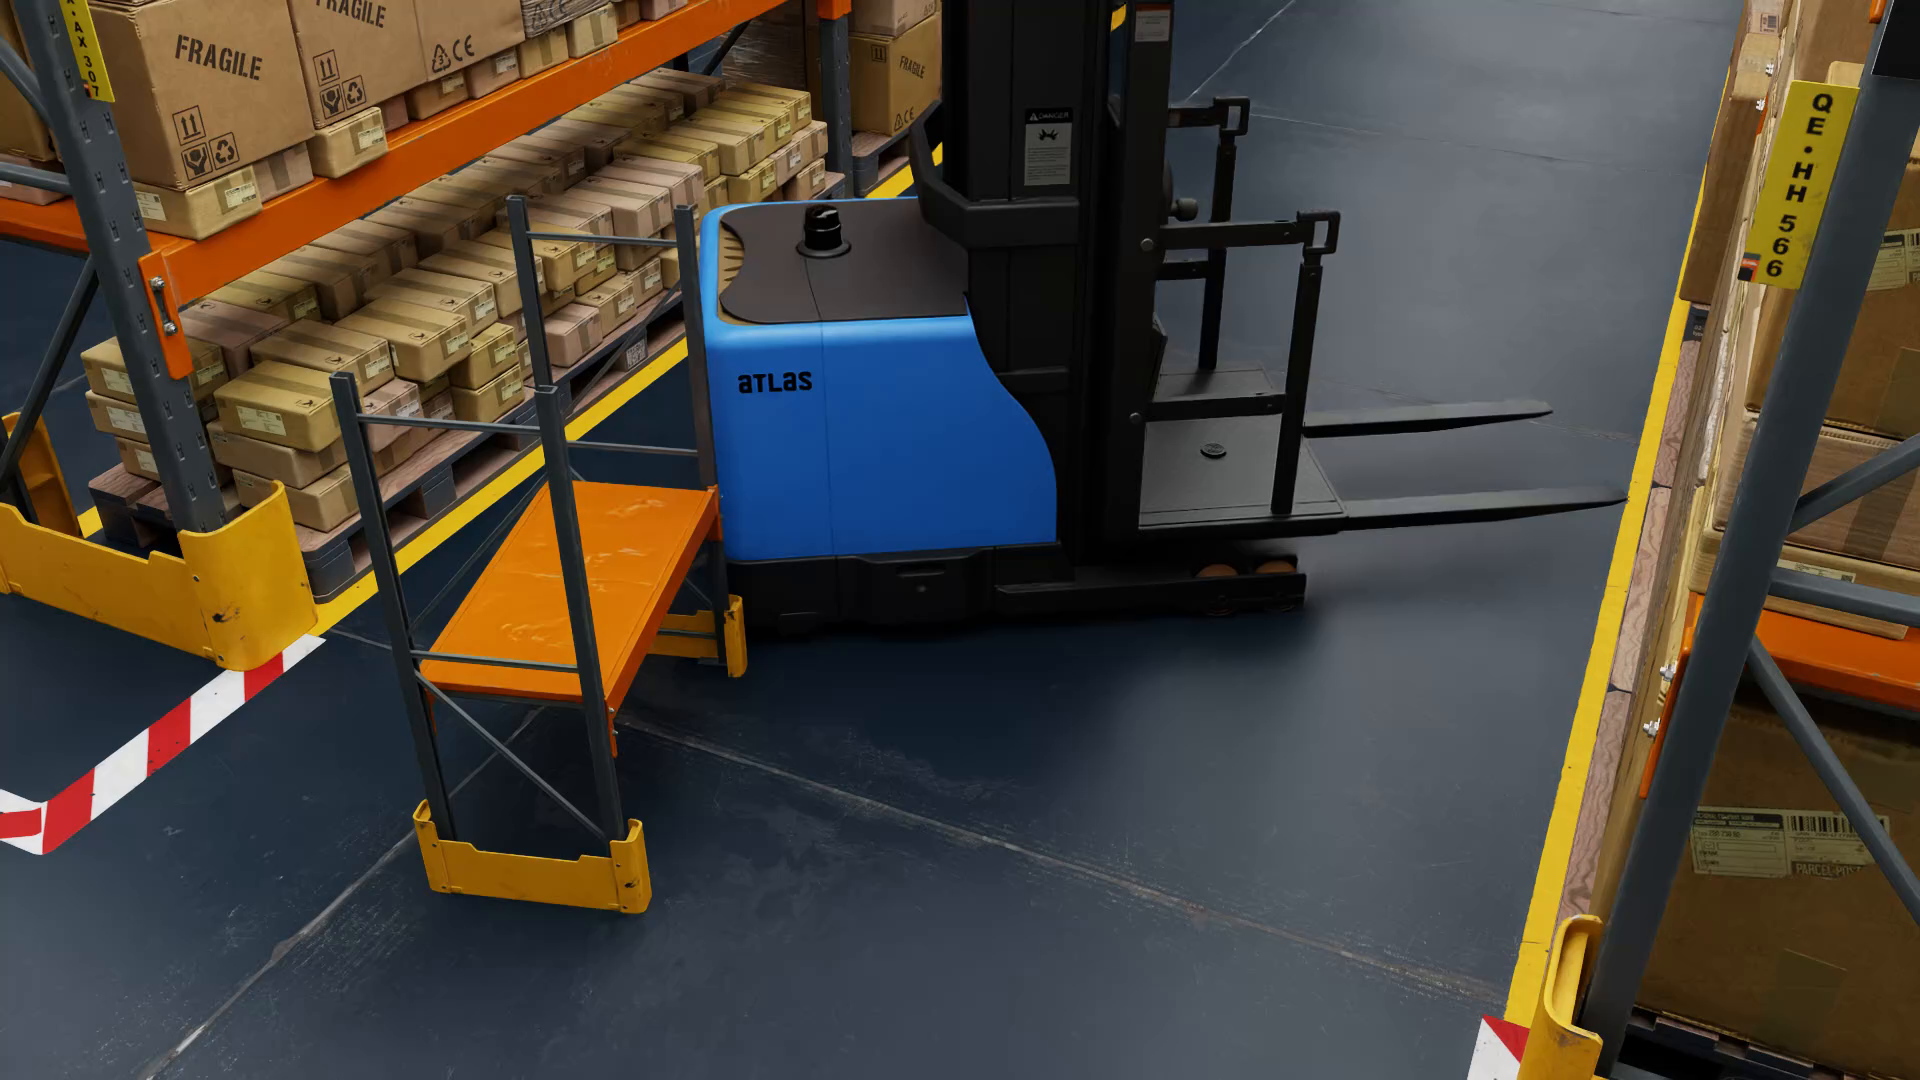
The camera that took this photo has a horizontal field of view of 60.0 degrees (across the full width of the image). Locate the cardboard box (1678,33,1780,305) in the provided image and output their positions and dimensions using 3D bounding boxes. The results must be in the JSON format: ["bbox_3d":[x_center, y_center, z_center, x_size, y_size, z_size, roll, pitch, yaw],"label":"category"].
[{"bbox_3d":[3.707,-1.432,6.753,1.225,0.875,0.875,14,36,21],"label":"cardboard box"}]

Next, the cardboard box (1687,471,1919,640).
[{"bbox_3d":[1.633,0.023,3.209,0.380,0.149,0.250,15,36,21],"label":"cardboard box"}]

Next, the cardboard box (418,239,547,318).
[{"bbox_3d":[-1.770,-0.972,6.172,0.380,0.149,0.250,16,36,22],"label":"cardboard box"}]

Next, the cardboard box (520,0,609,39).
[{"bbox_3d":[-1.615,-2.113,5.874,0.500,0.500,0.500,13,36,19],"label":"cardboard box"}]

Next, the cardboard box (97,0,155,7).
[{"bbox_3d":[-2.250,-1.765,4.431,0.500,0.500,0.500,14,36,20],"label":"cardboard box"}]

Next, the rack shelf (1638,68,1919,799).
[{"bbox_3d":[2.620,-0.525,4.471,1.077,0.370,4.000,14,36,20],"label":"rack shelf"}]

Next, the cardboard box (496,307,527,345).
[{"bbox_3d":[-1.808,-0.850,6.256,0.380,0.149,0.250,12,35,18],"label":"cardboard box"}]

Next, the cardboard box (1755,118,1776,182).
[{"bbox_3d":[2.596,-1.125,4.959,0.380,0.149,0.250,14,36,20],"label":"cardboard box"}]

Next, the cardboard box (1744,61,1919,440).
[{"bbox_3d":[1.749,-0.508,2.970,0.500,0.500,0.500,15,36,21],"label":"cardboard box"}]

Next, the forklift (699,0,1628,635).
[{"bbox_3d":[0.691,-1.266,5.007,3.031,2.935,1.130,-4,33,-5],"label":"forklift"}]

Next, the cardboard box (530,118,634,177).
[{"bbox_3d":[-1.656,-1.722,7.315,0.380,0.149,0.250,13,36,19],"label":"cardboard box"}]

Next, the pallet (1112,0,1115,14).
[{"bbox_3d":[0.340,-3.447,10.814,1.003,0.211,1.213,14,36,20],"label":"pallet"}]

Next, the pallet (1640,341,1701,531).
[{"bbox_3d":[3.068,-0.295,6.007,1.003,0.211,1.213,14,36,20],"label":"pallet"}]

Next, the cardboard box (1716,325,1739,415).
[{"bbox_3d":[1.953,-0.357,3.787,0.380,0.149,0.250,15,36,21],"label":"cardboard box"}]

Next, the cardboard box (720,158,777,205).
[{"bbox_3d":[-1.047,-1.613,7.420,0.380,0.149,0.250,13,35,19],"label":"cardboard box"}]

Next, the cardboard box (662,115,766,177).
[{"bbox_3d":[-1.087,-1.743,7.347,0.380,0.149,0.250,14,36,20],"label":"cardboard box"}]

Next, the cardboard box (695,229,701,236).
[{"bbox_3d":[-1.317,-1.360,7.305,0.380,0.149,0.250,13,36,19],"label":"cardboard box"}]

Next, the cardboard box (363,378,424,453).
[{"bbox_3d":[-2.061,-0.451,5.648,0.380,0.149,0.250,14,36,20],"label":"cardboard box"}]

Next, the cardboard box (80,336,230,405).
[{"bbox_3d":[-2.688,-0.572,5.561,0.380,0.149,0.250,15,36,21],"label":"cardboard box"}]

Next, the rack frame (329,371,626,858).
[{"bbox_3d":[-1.097,0.292,3.937,0.500,1.500,0.032,5,34,7],"label":"rack frame"}]

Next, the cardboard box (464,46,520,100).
[{"bbox_3d":[-1.767,-1.663,5.780,0.380,0.149,0.250,13,36,20],"label":"cardboard box"}]

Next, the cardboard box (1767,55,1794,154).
[{"bbox_3d":[2.598,-1.204,4.715,0.500,0.250,0.500,15,36,22],"label":"cardboard box"}]

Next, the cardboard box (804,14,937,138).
[{"bbox_3d":[-0.456,-2.447,8.643,0.500,0.500,0.500,16,36,22],"label":"cardboard box"}]

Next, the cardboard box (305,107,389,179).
[{"bbox_3d":[-2.016,-1.257,5.160,0.380,0.149,0.250,13,35,19],"label":"cardboard box"}]

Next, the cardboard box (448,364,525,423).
[{"bbox_3d":[-1.830,-0.565,6.093,0.380,0.149,0.250,15,36,21],"label":"cardboard box"}]

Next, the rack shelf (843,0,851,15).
[{"bbox_3d":[-0.169,-3.705,9.321,1.077,0.370,4.000,14,36,20],"label":"rack shelf"}]

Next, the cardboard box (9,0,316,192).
[{"bbox_3d":[-2.240,-1.344,4.702,0.500,0.500,0.500,16,36,23],"label":"cardboard box"}]

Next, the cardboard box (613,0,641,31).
[{"bbox_3d":[-1.459,-2.057,6.380,0.380,0.149,0.250,14,36,20],"label":"cardboard box"}]

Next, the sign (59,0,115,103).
[{"bbox_3d":[-2.186,-1.255,4.139,0.100,0.325,0.005,14,36,20],"label":"sign"}]

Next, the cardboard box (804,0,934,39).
[{"bbox_3d":[-0.457,-2.761,8.438,0.500,0.250,0.500,13,35,18],"label":"cardboard box"}]

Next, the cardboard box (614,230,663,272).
[{"bbox_3d":[-1.460,-1.250,6.867,0.380,0.149,0.250,12,35,18],"label":"cardboard box"}]

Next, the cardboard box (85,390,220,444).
[{"bbox_3d":[-2.718,-0.454,5.652,0.380,0.149,0.250,13,36,19],"label":"cardboard box"}]

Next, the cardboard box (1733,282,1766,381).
[{"bbox_3d":[1.958,-0.446,3.560,0.500,0.250,0.500,14,36,20],"label":"cardboard box"}]

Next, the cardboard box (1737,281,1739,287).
[{"bbox_3d":[2.273,-0.739,4.370,0.380,0.149,0.250,15,36,21],"label":"cardboard box"}]

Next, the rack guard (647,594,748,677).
[{"bbox_3d":[-0.952,0.273,5.105,0.587,0.250,0.087,5,34,7],"label":"rack guard"}]

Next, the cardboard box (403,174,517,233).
[{"bbox_3d":[-2.015,-1.346,6.741,0.380,0.149,0.250,14,36,21],"label":"cardboard box"}]

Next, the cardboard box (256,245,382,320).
[{"bbox_3d":[-2.372,-0.956,6.147,0.380,0.149,0.250,13,35,19],"label":"cardboard box"}]

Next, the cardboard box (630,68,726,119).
[{"bbox_3d":[-1.338,-2.118,7.919,0.380,0.149,0.250,16,36,22],"label":"cardboard box"}]

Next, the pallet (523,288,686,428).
[{"bbox_3d":[-1.764,-0.891,6.917,1.003,0.211,1.213,14,36,20],"label":"pallet"}]

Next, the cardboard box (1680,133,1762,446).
[{"bbox_3d":[3.108,-0.798,5.787,0.875,0.875,0.875,14,36,20],"label":"cardboard box"}]

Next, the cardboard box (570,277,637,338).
[{"bbox_3d":[-1.534,-0.962,6.699,0.380,0.149,0.250,14,36,21],"label":"cardboard box"}]

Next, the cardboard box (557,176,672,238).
[{"bbox_3d":[-1.397,-1.339,6.730,0.380,0.149,0.250,13,35,19],"label":"cardboard box"}]

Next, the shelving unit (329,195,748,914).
[{"bbox_3d":[-1.025,0.021,4.351,0.587,1.500,1.083,5,34,7],"label":"shelving unit"}]

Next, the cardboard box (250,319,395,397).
[{"bbox_3d":[-2.145,-0.598,5.600,0.380,0.149,0.250,15,36,21],"label":"cardboard box"}]

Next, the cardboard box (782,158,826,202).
[{"bbox_3d":[-0.860,-1.720,7.854,0.380,0.149,0.250,15,36,21],"label":"cardboard box"}]

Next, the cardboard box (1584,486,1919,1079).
[{"bbox_3d":[1.979,0.546,3.736,0.875,0.875,0.875,14,36,20],"label":"cardboard box"}]

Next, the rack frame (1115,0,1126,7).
[{"bbox_3d":[0.668,-5.002,10.643,1.000,3.000,0.127,14,36,20],"label":"rack frame"}]

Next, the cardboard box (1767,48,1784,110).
[{"bbox_3d":[2.921,-1.515,5.554,0.380,0.149,0.250,13,35,19],"label":"cardboard box"}]

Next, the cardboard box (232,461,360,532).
[{"bbox_3d":[-2.169,-0.189,5.519,0.380,0.149,0.250,15,36,21],"label":"cardboard box"}]
